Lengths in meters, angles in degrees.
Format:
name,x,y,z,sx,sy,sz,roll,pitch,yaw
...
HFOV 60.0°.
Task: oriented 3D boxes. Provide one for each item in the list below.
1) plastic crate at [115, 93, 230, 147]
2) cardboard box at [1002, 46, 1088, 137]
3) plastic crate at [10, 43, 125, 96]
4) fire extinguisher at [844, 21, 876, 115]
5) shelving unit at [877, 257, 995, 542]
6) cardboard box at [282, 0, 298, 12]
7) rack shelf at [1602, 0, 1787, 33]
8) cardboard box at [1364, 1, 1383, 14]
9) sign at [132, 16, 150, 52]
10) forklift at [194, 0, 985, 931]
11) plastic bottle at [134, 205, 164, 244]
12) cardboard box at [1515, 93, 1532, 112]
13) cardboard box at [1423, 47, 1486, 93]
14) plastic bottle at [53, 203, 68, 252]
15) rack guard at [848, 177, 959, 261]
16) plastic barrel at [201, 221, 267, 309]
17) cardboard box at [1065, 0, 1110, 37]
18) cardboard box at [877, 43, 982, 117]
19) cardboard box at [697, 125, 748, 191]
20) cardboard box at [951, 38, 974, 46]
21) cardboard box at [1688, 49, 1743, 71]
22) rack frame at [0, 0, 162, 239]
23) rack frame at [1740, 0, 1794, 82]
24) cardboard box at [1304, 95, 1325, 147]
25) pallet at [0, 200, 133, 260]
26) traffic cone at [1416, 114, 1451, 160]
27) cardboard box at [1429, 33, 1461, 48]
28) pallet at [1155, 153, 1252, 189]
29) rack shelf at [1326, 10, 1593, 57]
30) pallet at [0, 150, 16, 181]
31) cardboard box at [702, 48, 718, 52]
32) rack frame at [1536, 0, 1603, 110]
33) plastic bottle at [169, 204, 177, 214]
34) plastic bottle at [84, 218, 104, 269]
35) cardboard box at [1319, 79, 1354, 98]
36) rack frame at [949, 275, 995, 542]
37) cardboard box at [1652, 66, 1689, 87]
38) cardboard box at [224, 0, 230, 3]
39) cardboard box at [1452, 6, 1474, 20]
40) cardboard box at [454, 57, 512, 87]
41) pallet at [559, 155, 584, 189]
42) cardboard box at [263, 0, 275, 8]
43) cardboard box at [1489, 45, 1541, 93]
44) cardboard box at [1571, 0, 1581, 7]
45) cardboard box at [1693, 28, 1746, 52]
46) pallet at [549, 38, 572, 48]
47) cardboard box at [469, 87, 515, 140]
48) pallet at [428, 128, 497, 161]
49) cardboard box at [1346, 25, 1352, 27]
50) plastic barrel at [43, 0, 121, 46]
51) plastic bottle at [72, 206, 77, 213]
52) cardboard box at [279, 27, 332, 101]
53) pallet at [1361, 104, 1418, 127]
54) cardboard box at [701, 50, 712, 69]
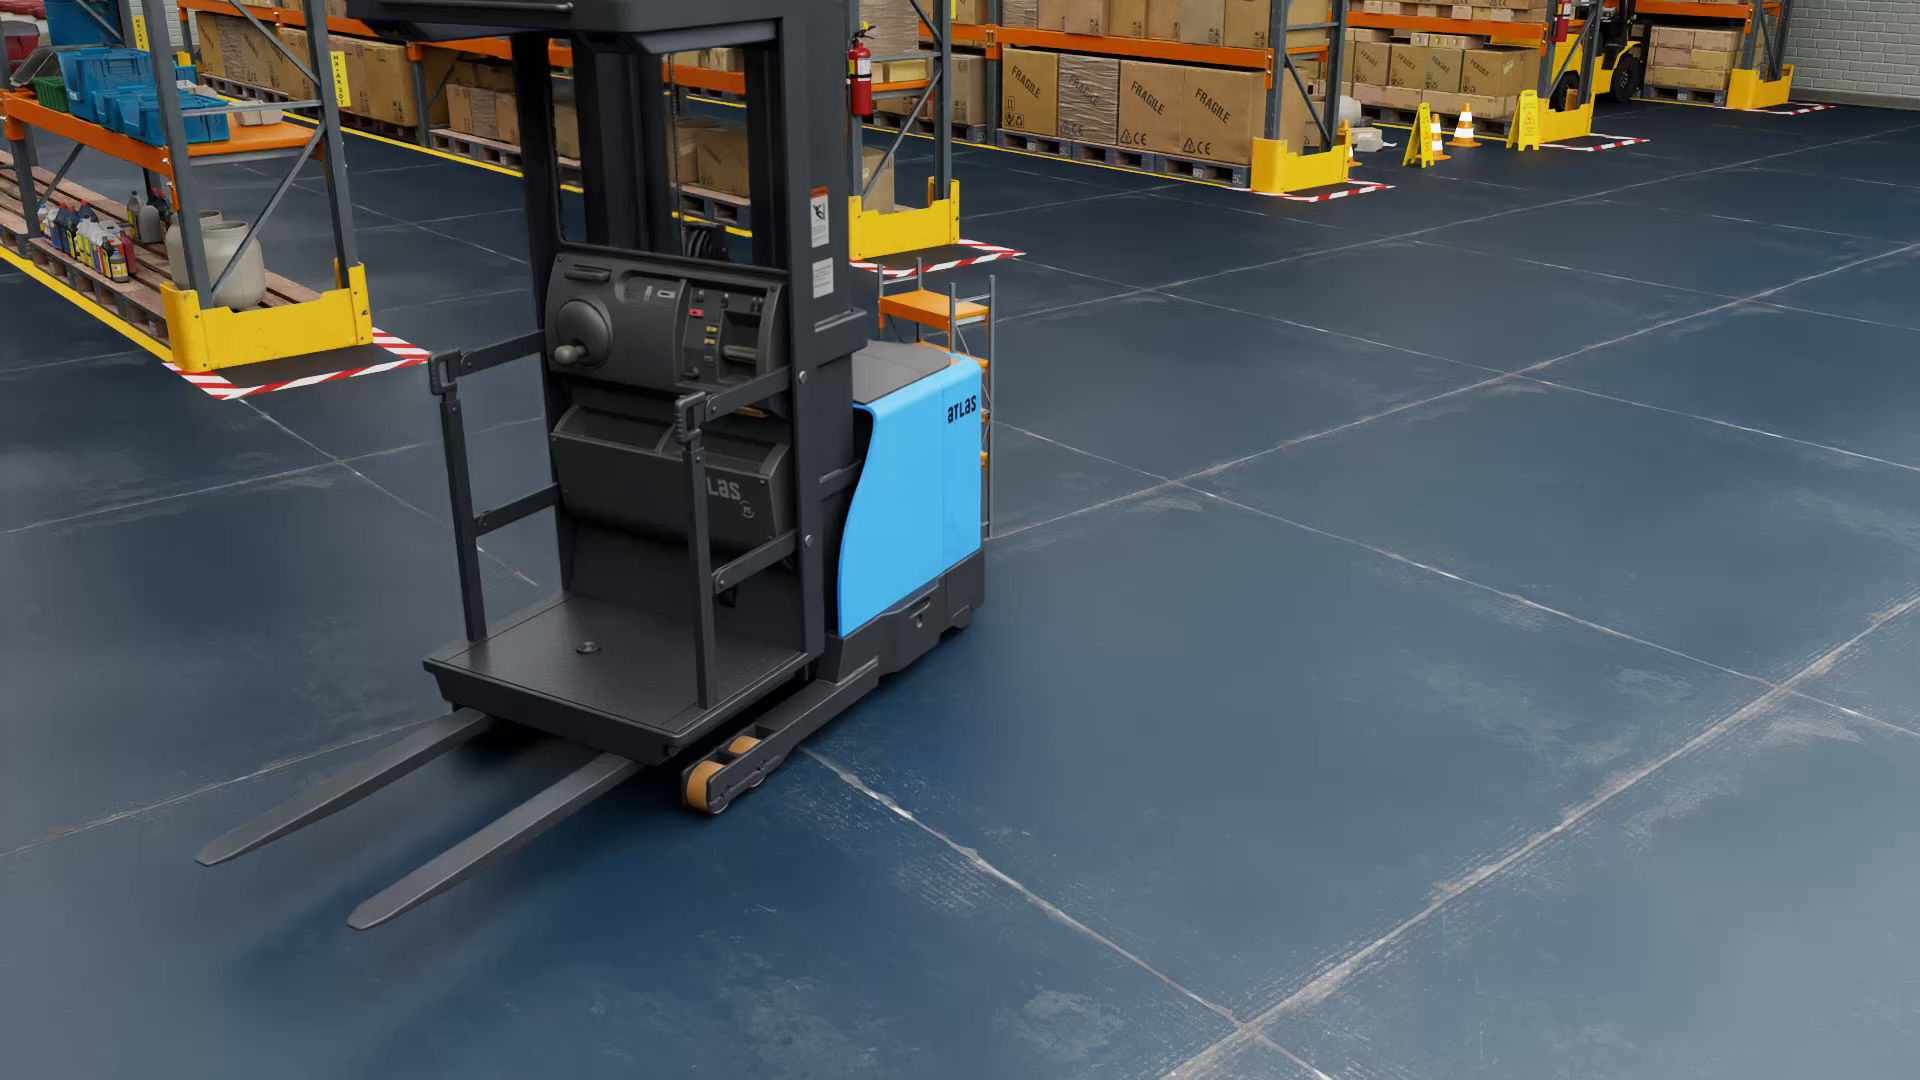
name,x,y,z,sx,sy,sz,roll,pitch,yaw
plastic crate,-4.792,-2.572,10.142,0.499,0.251,0.616,-17,27,-37
cardboard box,1.084,-5.027,18.544,0.875,0.875,0.875,-17,27,-37
plastic crate,-6.604,-3.476,12.330,0.767,0.338,0.504,-17,27,-37
fire extinguisher,-0.760,-3.576,12.607,0.296,0.674,0.183,-17,27,-37
shelving unit,-0.108,-0.604,7.382,0.258,1.200,0.503,-17,27,-37
cardboard box,-8.208,-6.929,20.924,0.500,0.500,0.500,-17,27,-37
rack shelf,9.474,-7.513,23.539,1.077,0.370,4.000,-17,27,-37
cardboard box,5.201,-6.582,20.520,0.380,0.149,0.250,-17,27,-37
sign,-6.425,-3.936,13.041,0.100,0.325,0.005,-17,27,-37
forklift,-1.078,-0.688,5.220,1.130,2.935,3.031,12,24,28
plastic bottle,-6.181,-2.412,12.660,0.152,0.276,0.135,-17,27,-37
cardboard box,6.705,-5.317,20.139,0.500,0.250,0.500,-18,28,-38
cardboard box,5.958,-5.680,20.038,0.500,0.500,0.500,-16,27,-36
plastic bottle,-6.637,-2.329,12.347,0.144,0.351,0.185,-17,27,-36
rack guard,-0.536,-2.611,13.464,1.175,0.500,0.348,-17,27,-37
plastic barrel,-4.726,-1.775,10.739,0.421,0.512,0.421,0,21,0
cardboard box,1.616,-5.658,17.612,0.875,0.550,0.550,-17,27,-37
cardboard box,-0.374,-5.577,20.119,1.050,0.750,0.750,-17,27,-37
cardboard box,-2.022,-3.461,15.059,0.500,0.500,0.500,19,29,40
cardboard box,0.249,-8.234,26.732,0.875,0.875,0.875,-16,27,-36
cardboard box,10.225,-6.503,22.484,0.500,0.250,0.500,-18,28,-38
rack frame,-6.849,-3.680,12.765,1.000,3.000,0.127,-17,27,-37
rack frame,10.780,-7.295,21.997,1.000,3.000,0.127,-17,27,-37
cardboard box,3.957,-4.833,19.133,0.637,0.503,0.797,3,22,9
pallet,-7.391,-2.589,13.804,1.003,0.211,1.213,-17,27,-37
traffic cone,5.145,-4.385,18.045,0.336,0.463,0.334,-17,27,-37
cardboard box,5.849,-5.994,19.951,0.380,0.149,0.250,-17,27,-37
pallet,2.756,-3.810,16.923,1.003,0.211,1.213,-17,27,-37
rack shelf,5.716,-6.330,20.519,1.077,0.370,4.000,-17,27,-37
pallet,-10.006,-3.694,16.626,1.003,0.211,1.213,-17,27,-37
cardboard box,-1.853,-4.496,14.305,0.875,0.500,0.500,-17,27,-37
rack frame,7.022,-6.113,18.977,1.000,3.000,0.127,-17,27,-37
plastic bottle,-5.874,-2.399,12.526,0.144,0.351,0.185,-18,27,-38
plastic bottle,-6.115,-2.108,11.782,0.144,0.351,0.185,-16,27,-35
cardboard box,4.948,-5.761,21.274,0.500,0.250,0.500,-16,26,-34
rack frame,0.051,-0.537,7.210,0.240,1.200,0.015,-17,27,-37
cardboard box,9.916,-6.405,22.918,0.500,0.250,0.500,-17,27,-37
cardboard box,-9.771,-7.384,22.567,0.380,0.149,0.250,-17,27,-37
cardboard box,6.024,-6.231,19.625,0.380,0.149,0.250,-17,27,-37
cardboard box,-5.248,-5.176,18.382,0.500,0.250,0.500,-16,27,-35
pallet,-3.606,-3.775,16.833,1.003,0.211,1.213,-17,27,-37
cardboard box,-8.766,-6.958,21.481,0.380,0.149,0.250,-17,27,-37
cardboard box,6.689,-5.672,20.019,0.500,0.500,0.500,-19,28,-39
cardboard box,6.923,-6.495,19.408,0.500,0.500,0.500,-18,28,-38
cardboard box,10.243,-6.729,22.375,0.500,0.250,0.500,-16,27,-36
pallet,-3.486,-5.015,16.438,1.003,0.211,1.213,-17,27,-37
cardboard box,-4.884,-4.674,18.129,0.500,0.500,0.700,20,29,41
pallet,-5.199,-4.449,18.554,1.003,0.211,1.213,-17,27,-37
cardboard box,6.387,-8.241,27.092,0.875,0.625,0.625,-16,27,-36
plastic barrel,-6.872,-4.092,13.131,0.600,0.901,0.708,-17,27,-37
plastic bottle,-6.661,-2.370,12.543,0.061,0.283,0.133,-17,27,-37
cardboard box,-7.886,-6.103,21.291,1.225,0.875,0.875,-17,27,-37
pallet,5.676,-5.405,20.994,1.003,0.211,1.213,-17,27,-37
cardboard box,-1.998,-4.141,14.288,0.380,0.149,0.250,-17,27,-37
